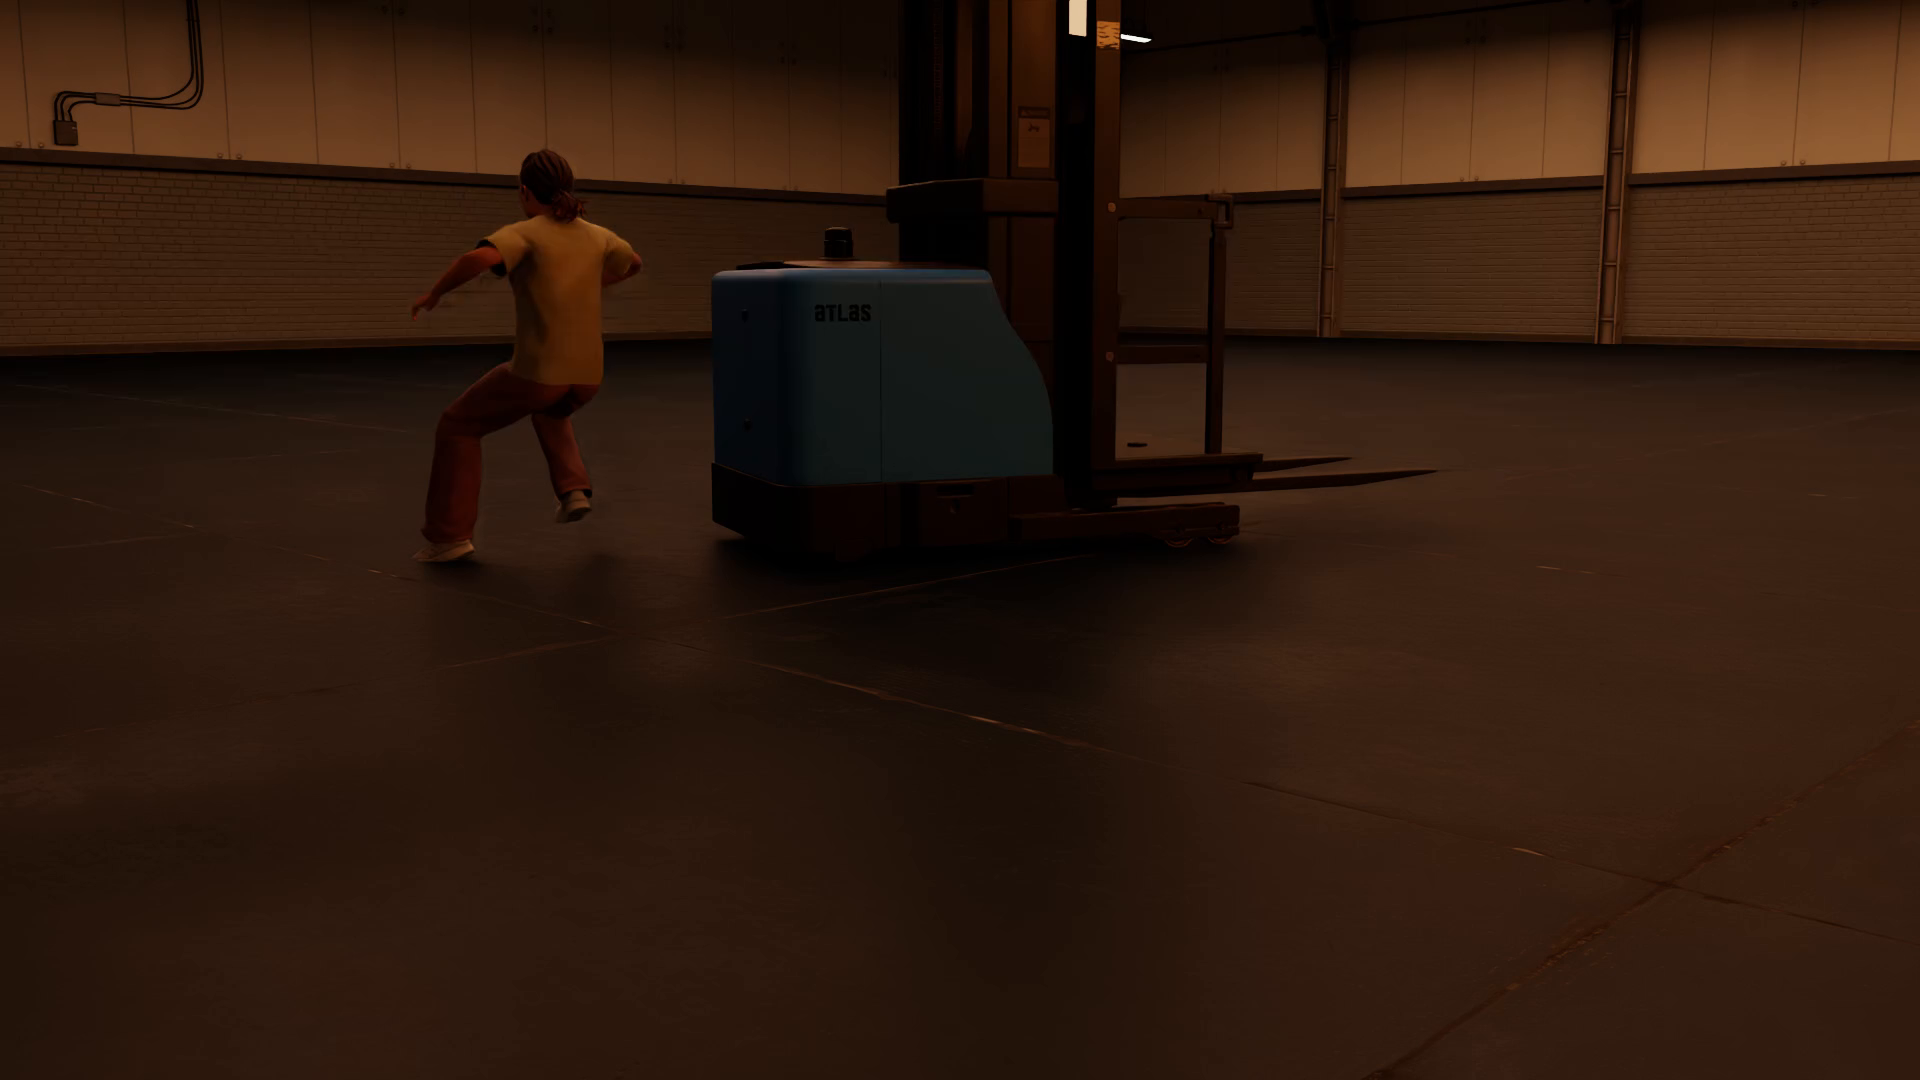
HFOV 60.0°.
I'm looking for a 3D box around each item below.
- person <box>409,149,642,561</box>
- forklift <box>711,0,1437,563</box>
[{"bbox_3d":[-1.622,-0.640,6.161,0.714,1.558,0.886,8,12,44],"label":"person"},{"bbox_3d":[0.559,-1.486,6.742,3.031,2.935,1.130,-4,9,-23],"label":"forklift"}]
